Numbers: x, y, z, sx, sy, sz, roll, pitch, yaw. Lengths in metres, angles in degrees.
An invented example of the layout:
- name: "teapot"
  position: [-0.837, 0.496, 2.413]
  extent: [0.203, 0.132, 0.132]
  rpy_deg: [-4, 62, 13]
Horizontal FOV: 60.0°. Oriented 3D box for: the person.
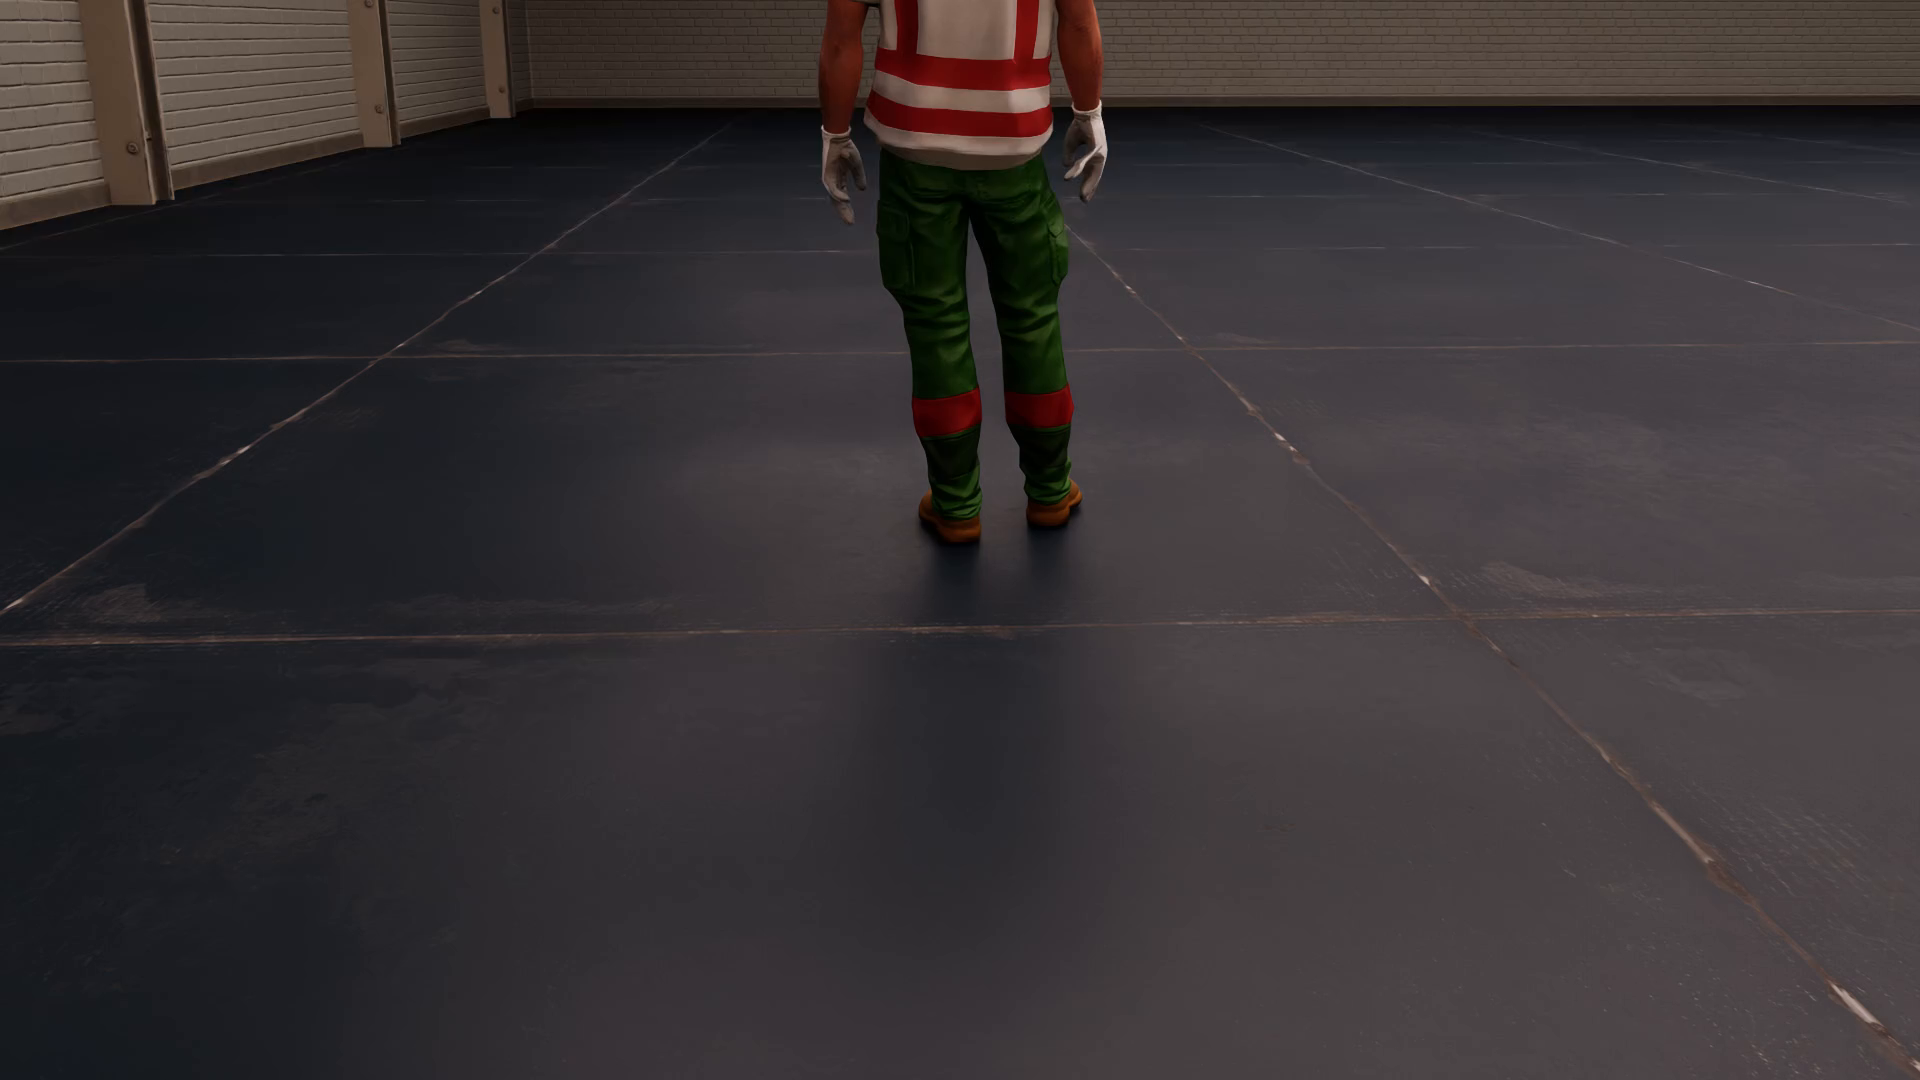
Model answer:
- name: "person"
  position: [0.008, -0.886, 3.731]
  extent: [0.637, 1.787, 0.564]
  rpy_deg: [-1, 17, -3]
